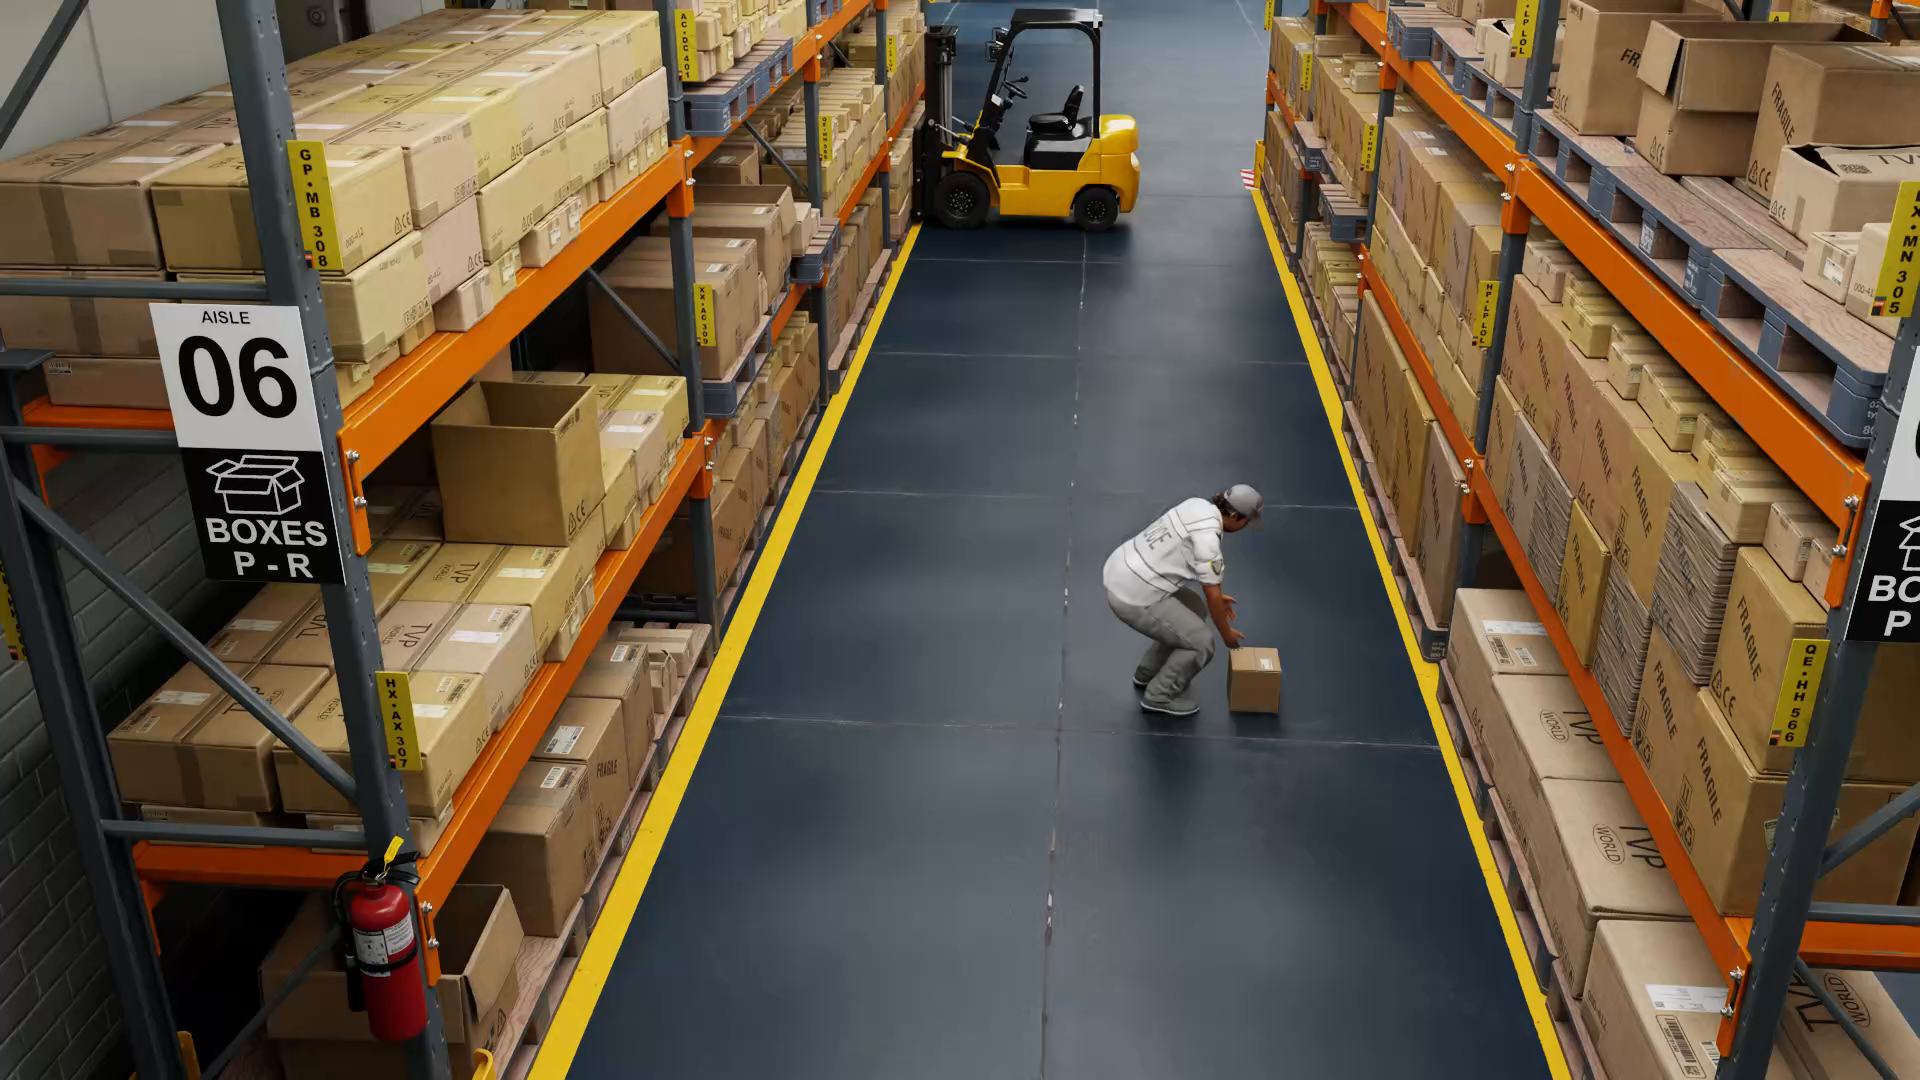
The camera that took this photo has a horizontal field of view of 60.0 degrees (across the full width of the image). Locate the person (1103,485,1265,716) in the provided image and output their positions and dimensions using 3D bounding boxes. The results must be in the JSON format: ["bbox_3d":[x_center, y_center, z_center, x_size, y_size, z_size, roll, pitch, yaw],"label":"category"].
[{"bbox_3d":[1.137,0.273,8.566,0.806,1.207,0.536,2,25,4],"label":"person"}]
